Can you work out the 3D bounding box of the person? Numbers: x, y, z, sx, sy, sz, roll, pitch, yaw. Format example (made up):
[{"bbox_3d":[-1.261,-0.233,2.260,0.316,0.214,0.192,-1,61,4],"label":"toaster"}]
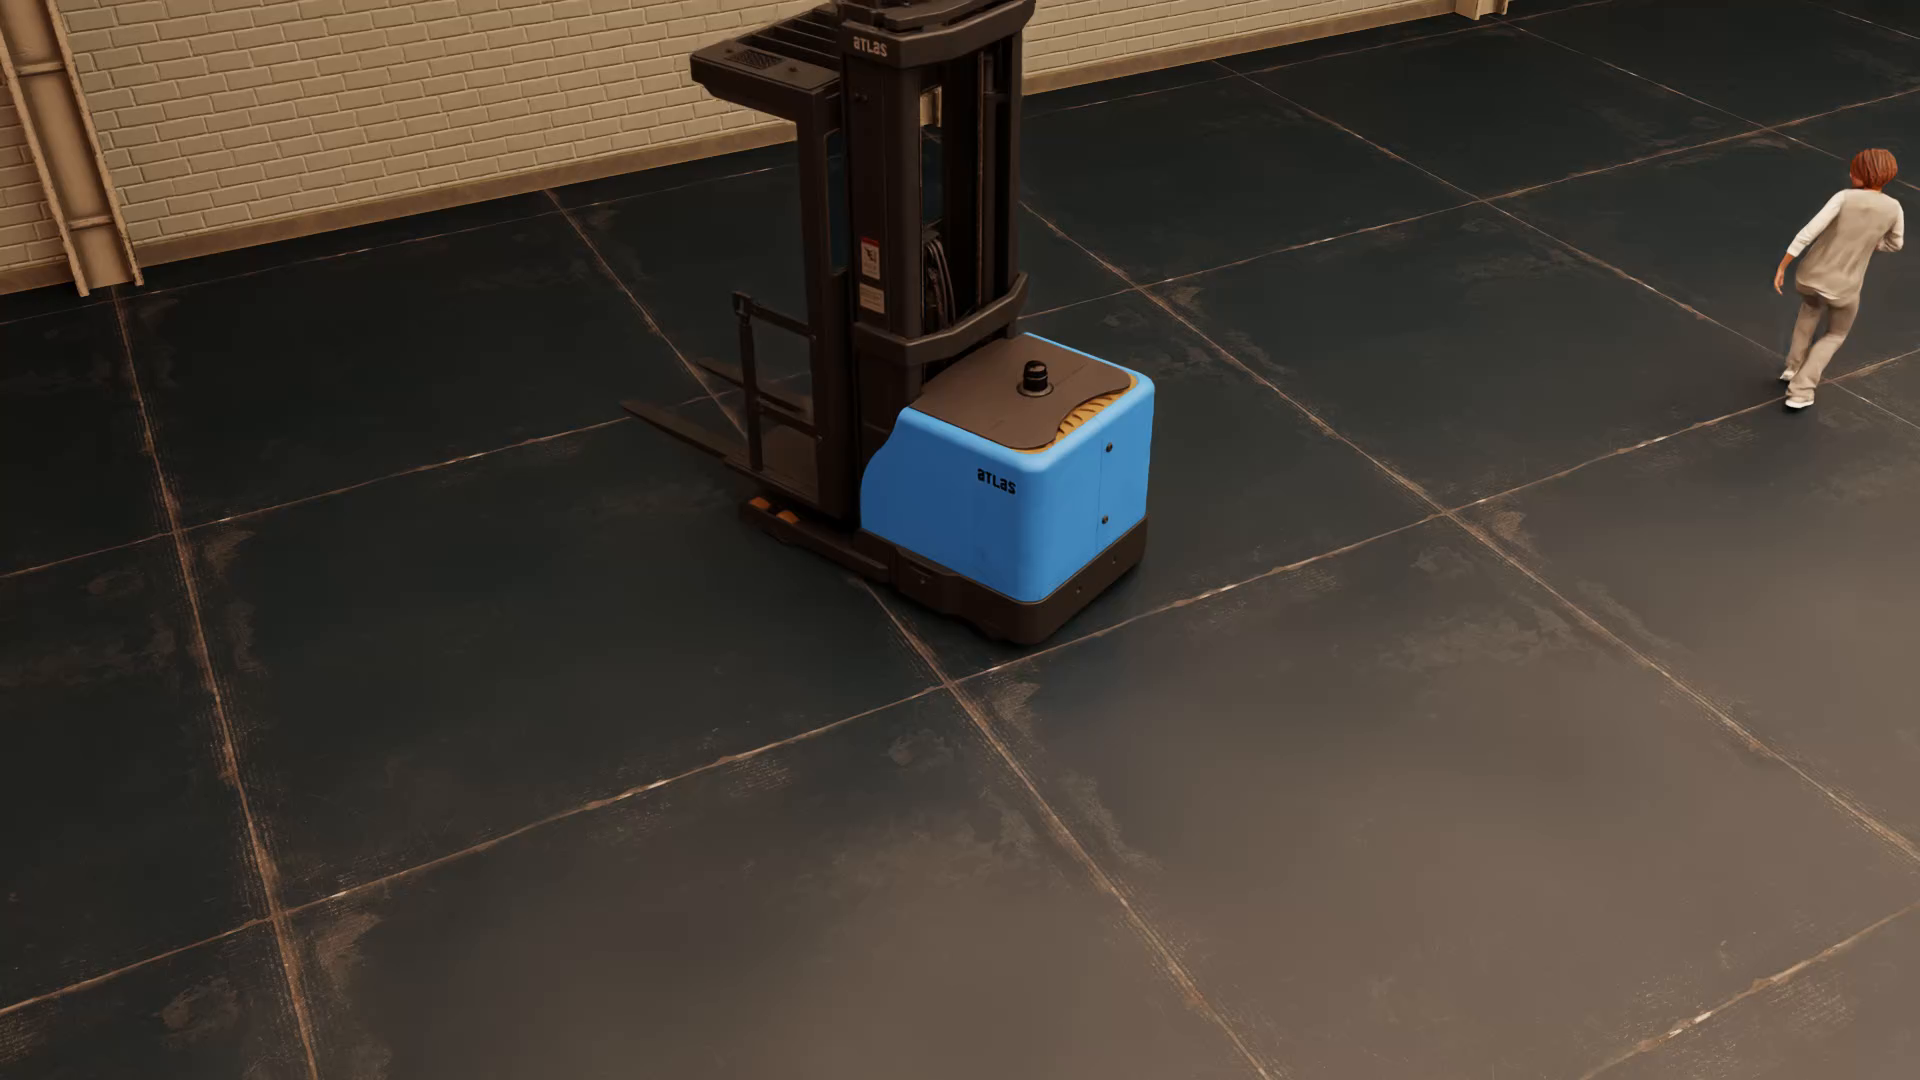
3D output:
[{"bbox_3d":[4.948,-1.451,9.426,0.513,1.580,0.689,24,42,30],"label":"person"}]

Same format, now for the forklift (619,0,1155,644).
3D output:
[{"bbox_3d":[-0.529,-1.398,8.101,3.031,2.935,1.130,24,42,30],"label":"forklift"}]
